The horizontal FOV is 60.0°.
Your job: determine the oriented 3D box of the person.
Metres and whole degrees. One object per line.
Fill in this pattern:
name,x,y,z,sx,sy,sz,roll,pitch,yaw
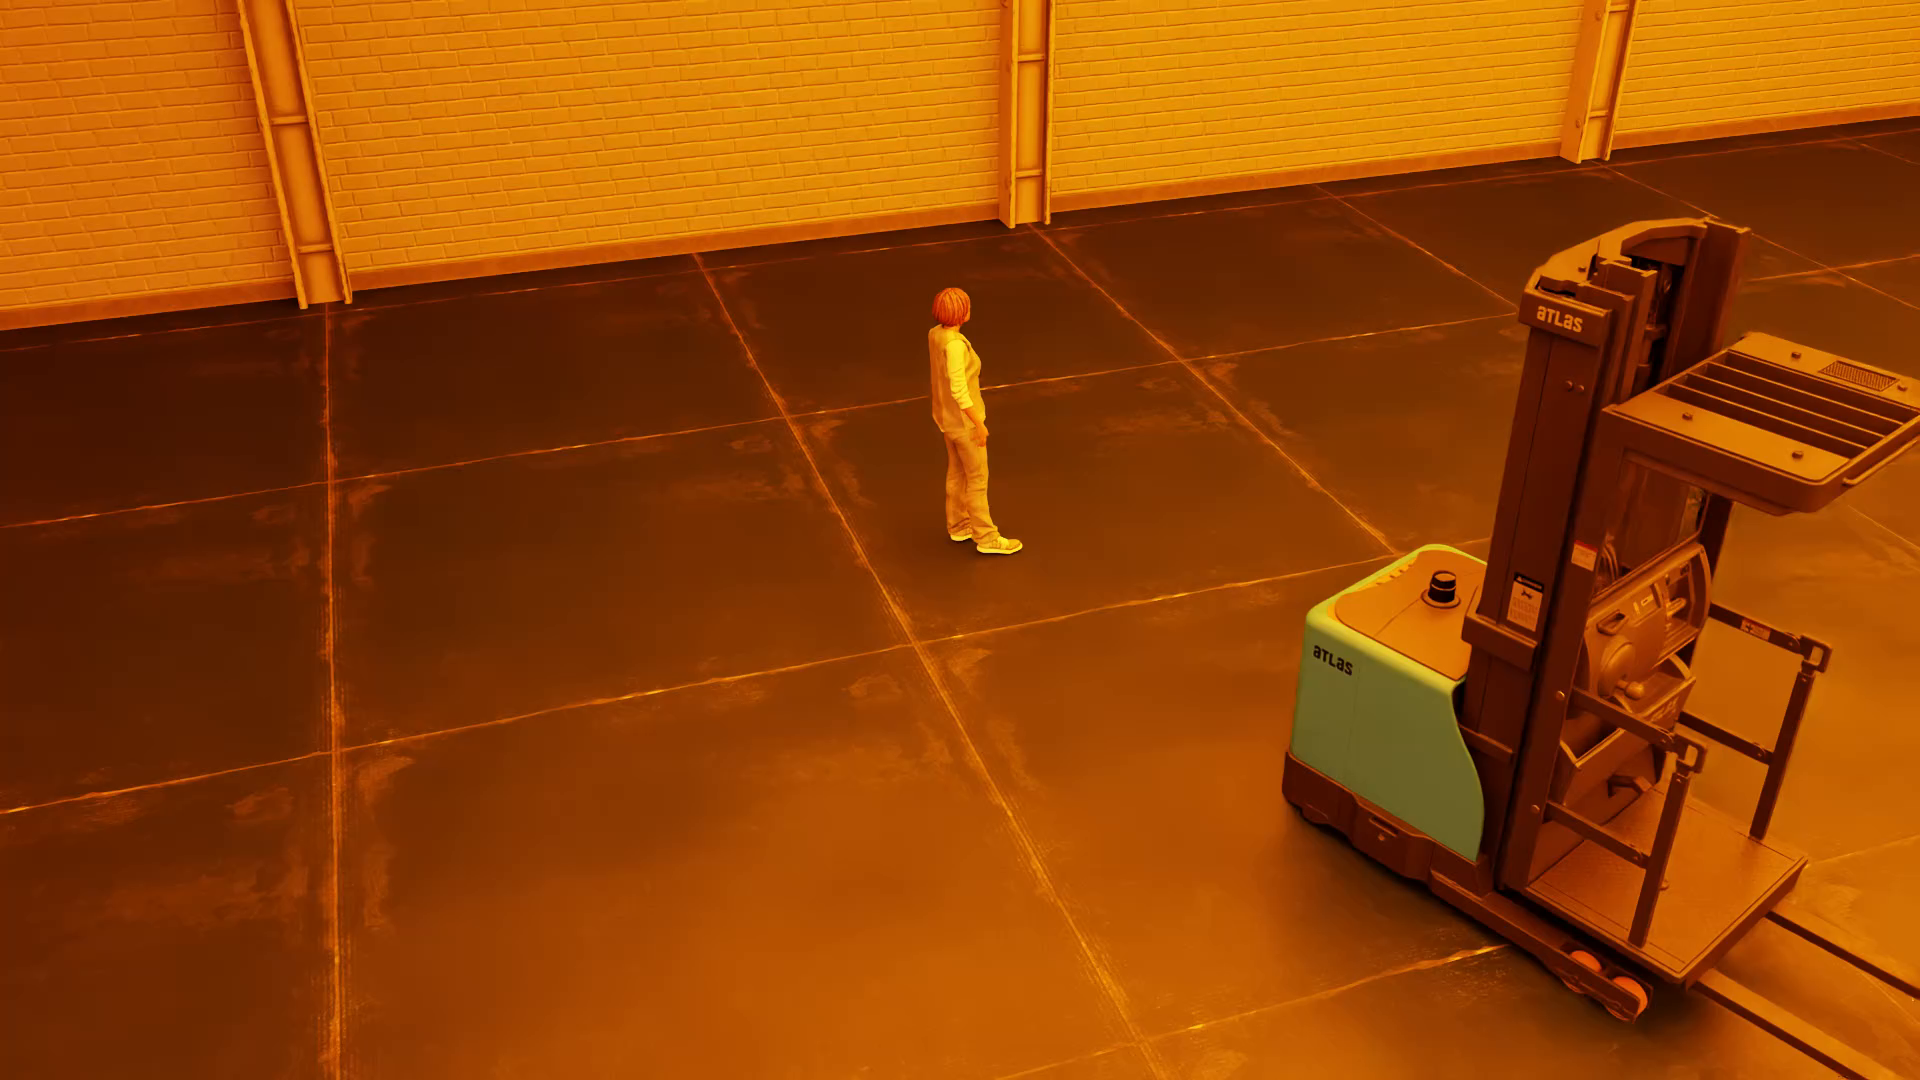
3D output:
person,0.074,-0.703,9.632,0.475,1.597,0.520,-10,31,-16

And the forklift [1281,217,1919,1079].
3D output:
forklift,2.860,0.368,6.448,1.130,2.935,3.031,-23,37,-35
